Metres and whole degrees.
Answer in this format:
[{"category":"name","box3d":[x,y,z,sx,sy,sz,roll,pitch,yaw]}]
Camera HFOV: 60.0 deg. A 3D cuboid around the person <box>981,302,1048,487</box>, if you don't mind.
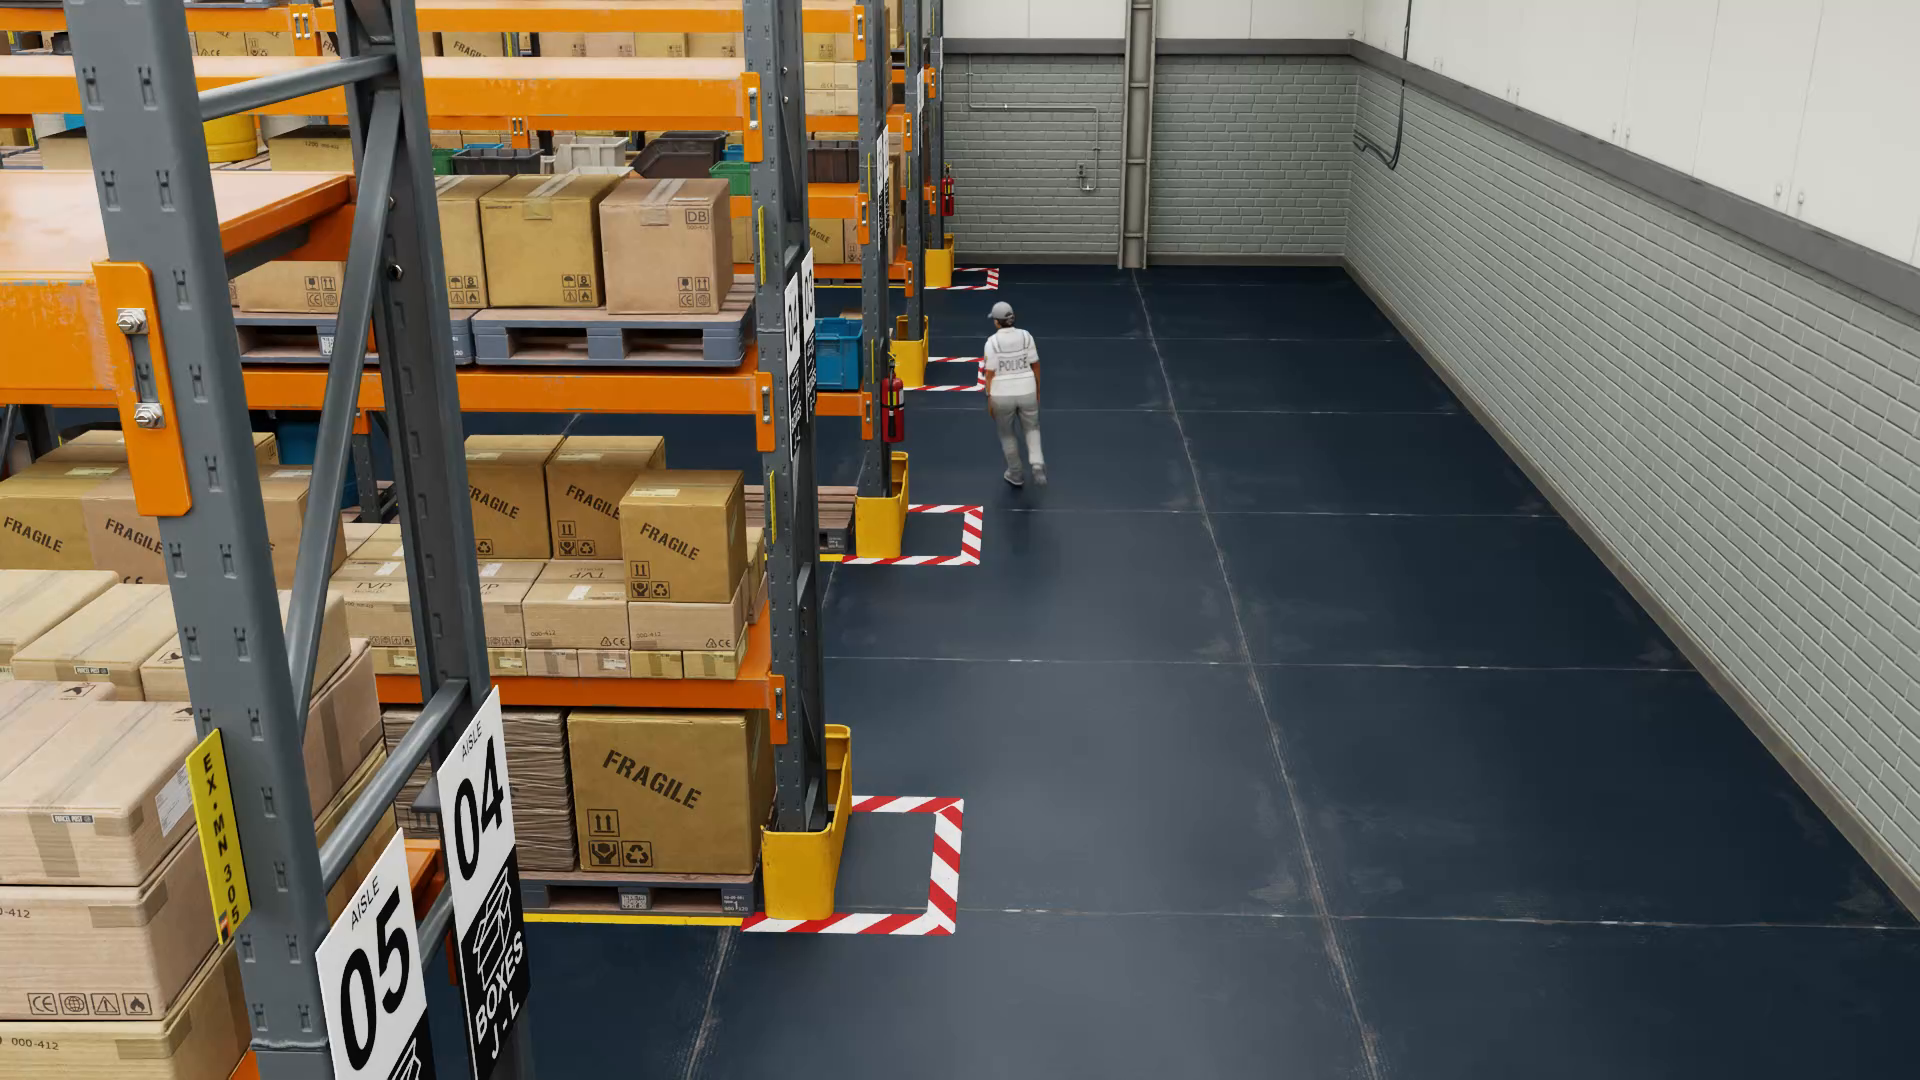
[{"category":"person","box3d":[0.476,-1.210,14.213,0.524,1.628,0.723,-6,22,-16]}]
